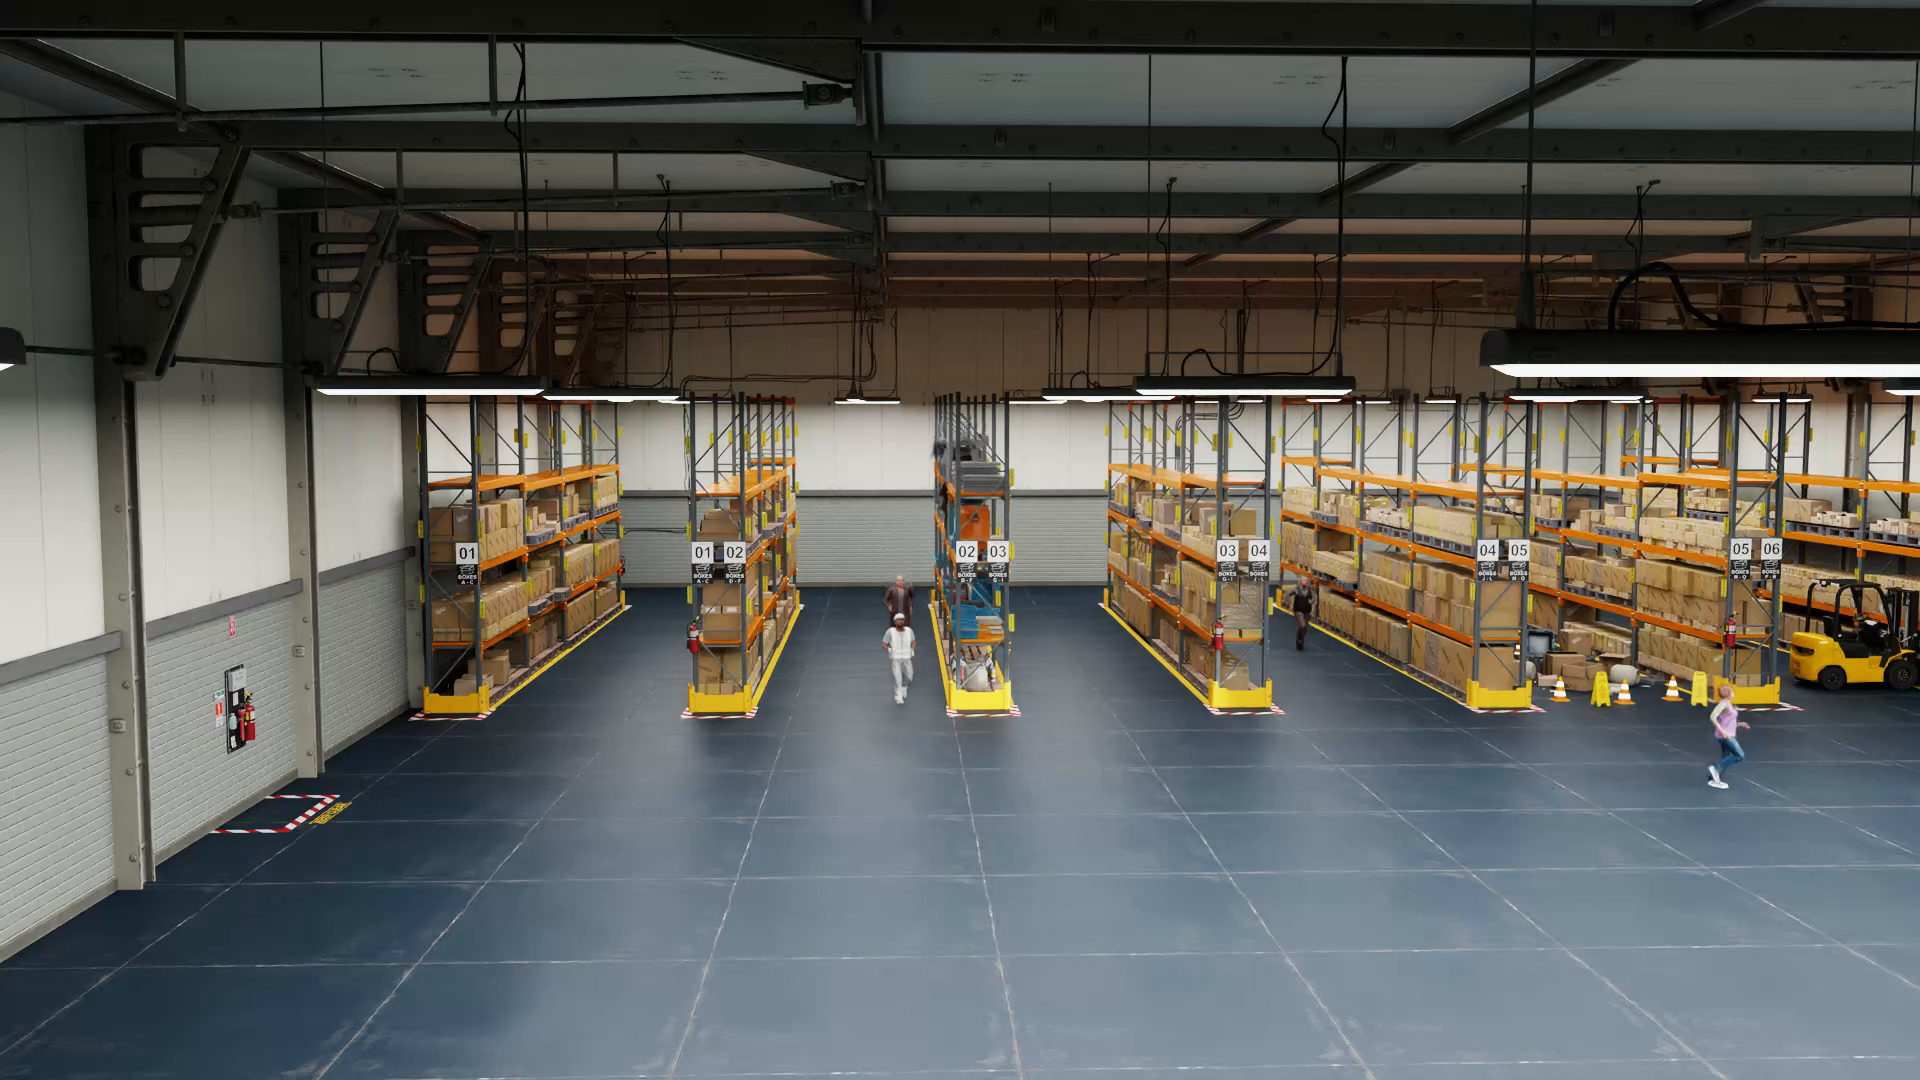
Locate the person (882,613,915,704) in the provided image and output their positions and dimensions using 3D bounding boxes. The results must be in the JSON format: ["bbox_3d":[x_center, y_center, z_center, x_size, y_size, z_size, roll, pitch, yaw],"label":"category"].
[{"bbox_3d":[-1.149,2.276,31.964,0.679,1.732,0.611,-1,5,-16],"label":"person"}]

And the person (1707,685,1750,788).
[{"bbox_3d":[11.510,2.946,24.893,0.549,1.559,0.522,2,5,27],"label":"person"}]

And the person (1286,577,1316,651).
[{"bbox_3d":[8.072,1.731,39.156,0.638,1.738,0.686,-1,5,-15],"label":"person"}]

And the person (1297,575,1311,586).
[{"bbox_3d":[10.257,0.990,48.971,0.747,1.735,0.576,0,5,-1],"label":"person"}]

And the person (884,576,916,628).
[{"bbox_3d":[-1.303,1.659,36.189,0.711,1.777,0.869,-1,5,-6],"label":"person"}]
